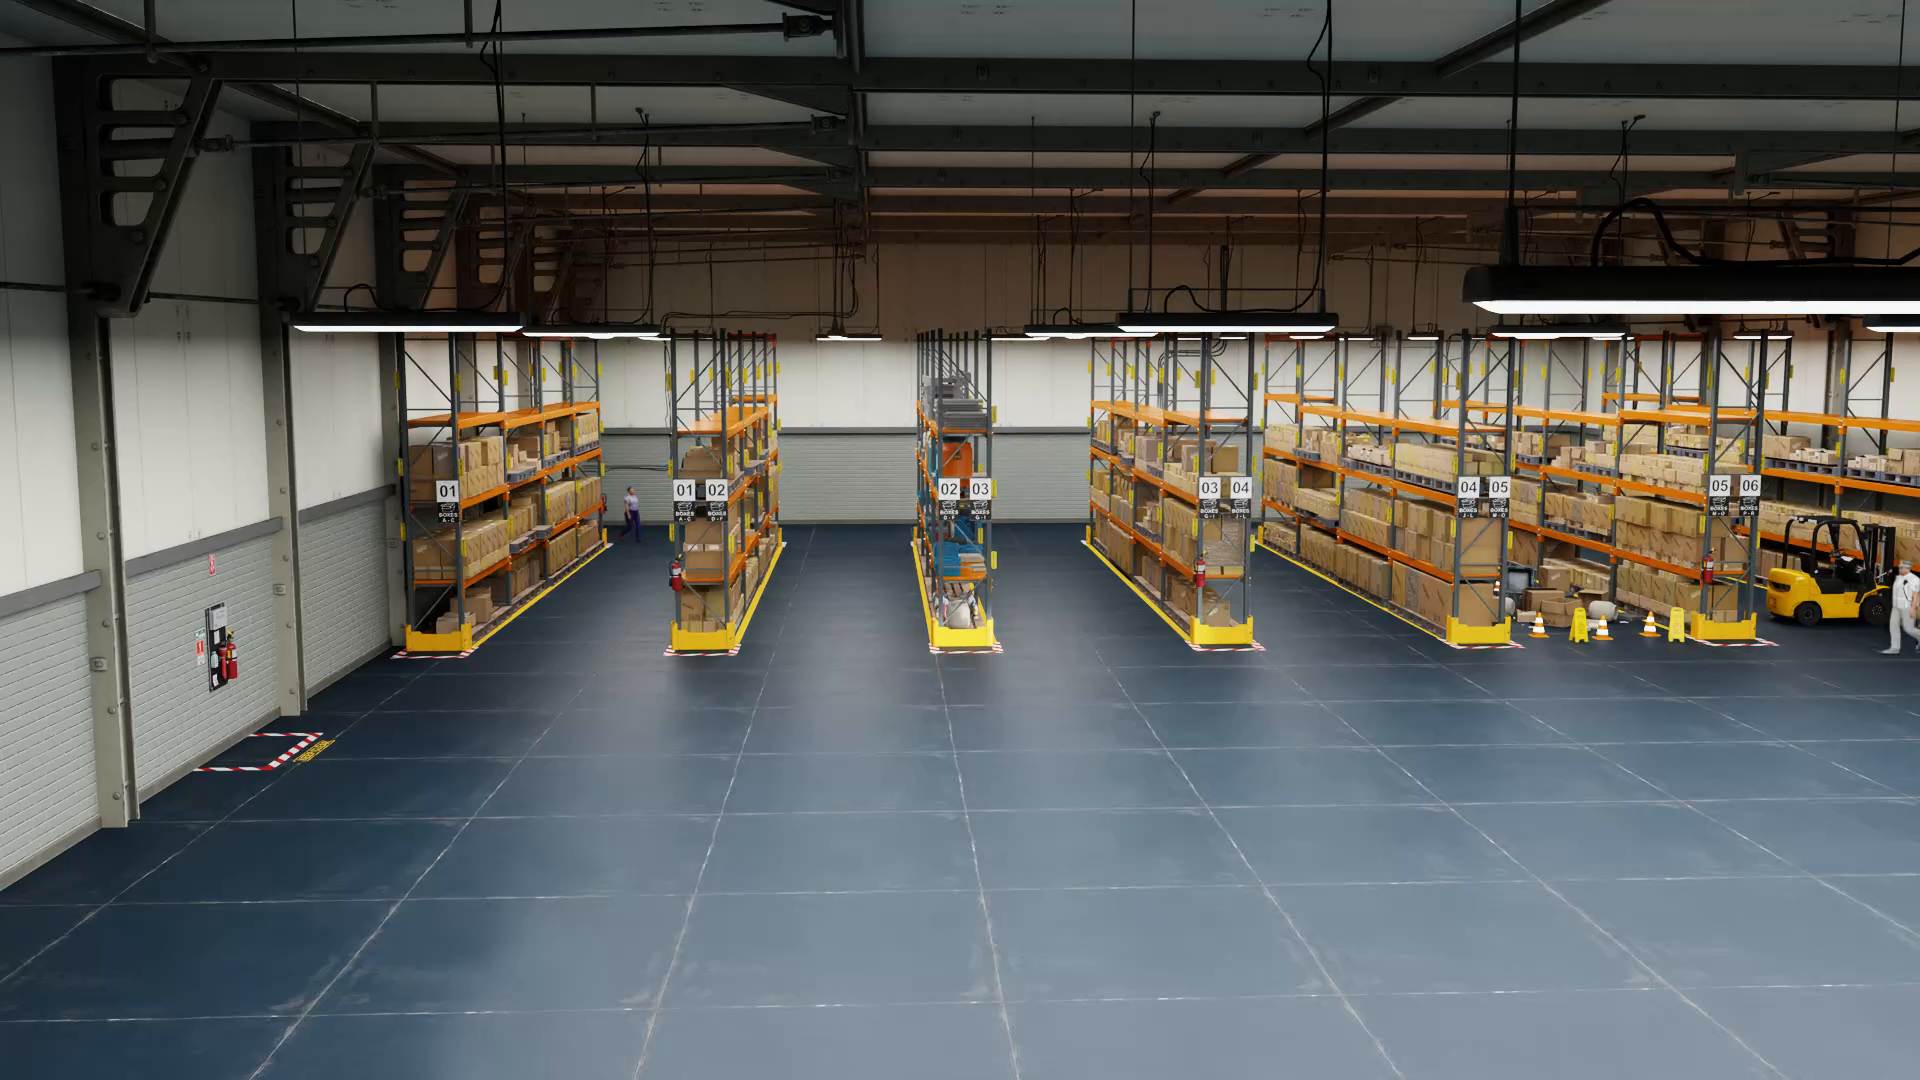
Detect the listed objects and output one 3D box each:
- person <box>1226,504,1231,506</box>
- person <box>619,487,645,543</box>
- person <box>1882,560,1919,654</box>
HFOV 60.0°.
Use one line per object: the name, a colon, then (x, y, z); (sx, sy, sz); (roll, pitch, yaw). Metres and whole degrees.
person: (7.954, -0.742, 48.696); (0.864, 1.464, 0.439); (-4, 8, -29)
person: (-9.460, -0.729, 47.823); (0.701, 1.619, 0.501); (4, 8, 31)
person: (17.443, 1.233, 30.638); (0.751, 1.752, 0.532); (-2, 7, -18)
